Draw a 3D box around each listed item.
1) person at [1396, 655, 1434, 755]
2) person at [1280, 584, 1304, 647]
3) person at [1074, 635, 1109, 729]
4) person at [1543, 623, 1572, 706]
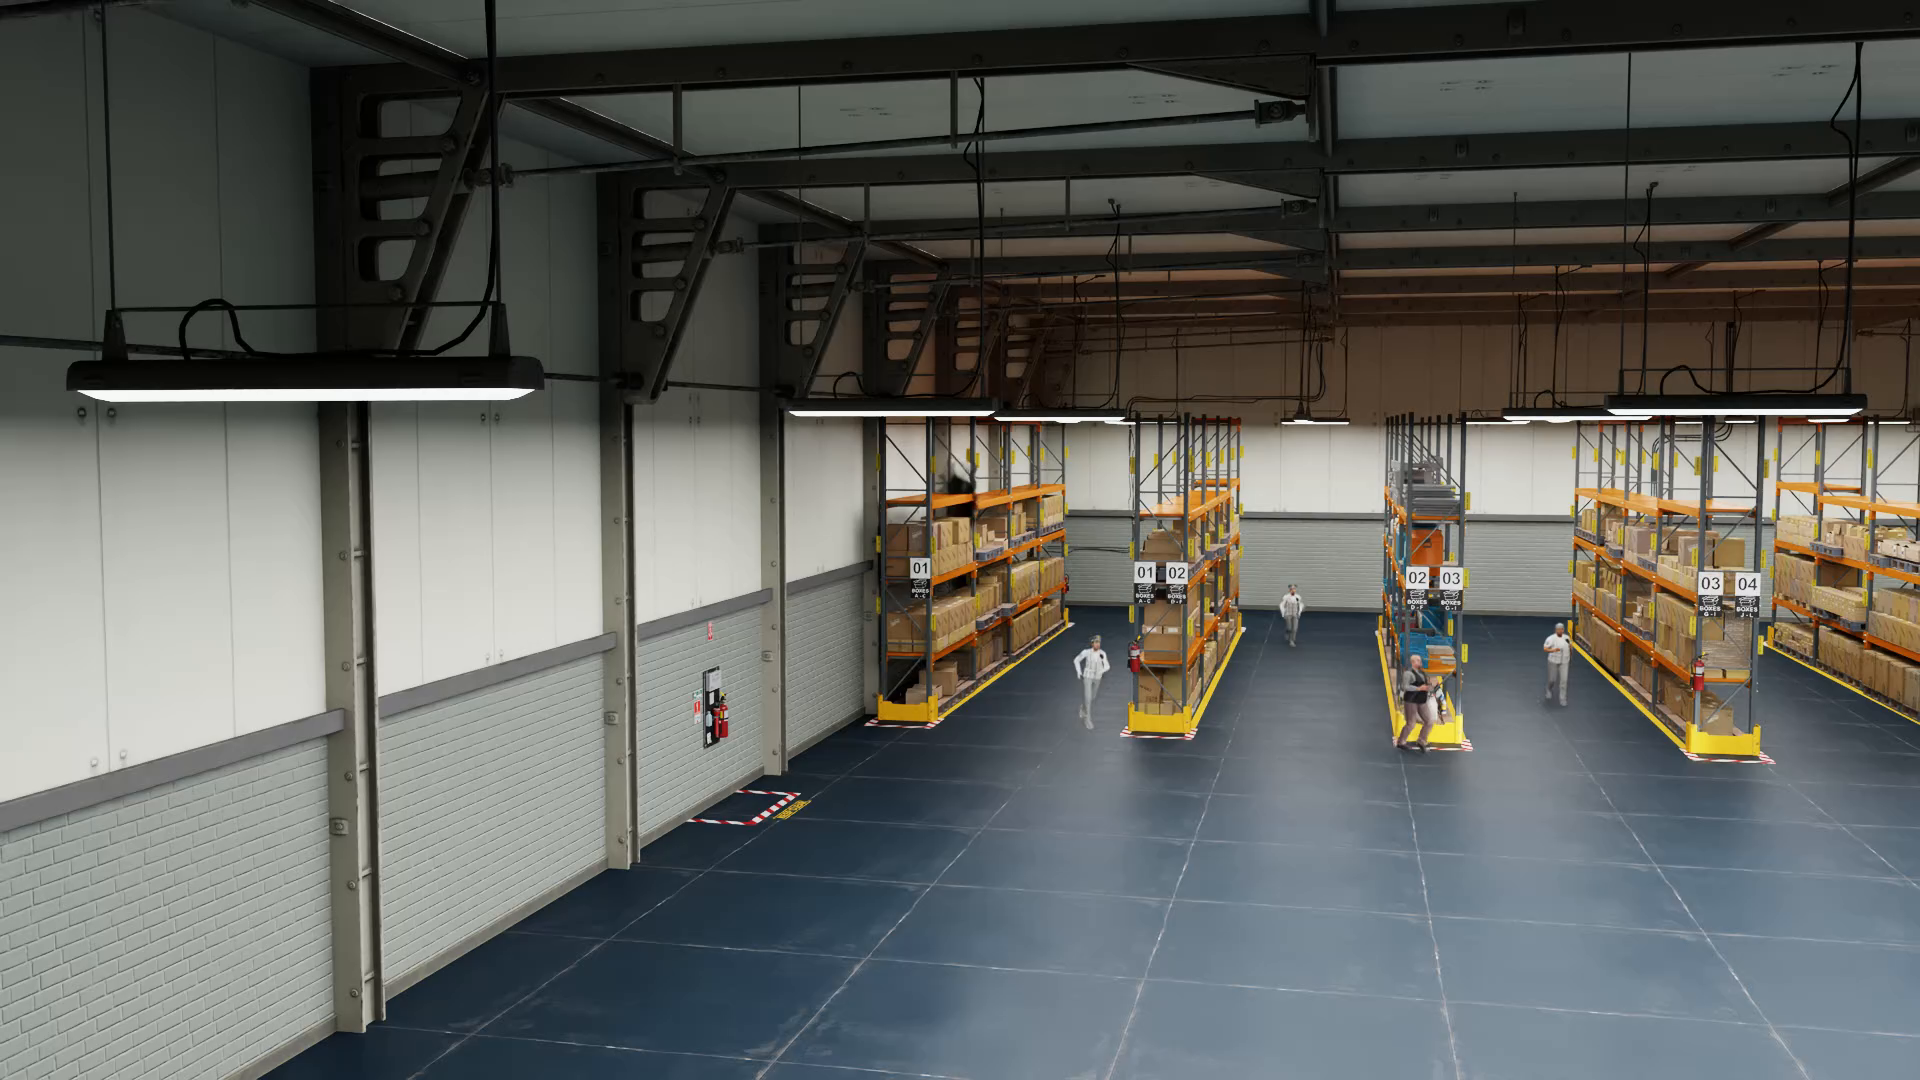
[{"bbox_3d":[7.995,2.902,29.147,0.650,1.783,0.679,-3,5,-36],"label":"person"},{"bbox_3d":[8.718,1.964,43.668,0.604,1.642,0.581,0,4,3],"label":"person"},{"bbox_3d":[2.483,2.630,31.246,0.646,1.709,0.858,-1,4,-14],"label":"person"},{"bbox_3d":[12.391,2.542,34.450,0.637,1.657,0.907,0,4,3],"label":"person"}]
